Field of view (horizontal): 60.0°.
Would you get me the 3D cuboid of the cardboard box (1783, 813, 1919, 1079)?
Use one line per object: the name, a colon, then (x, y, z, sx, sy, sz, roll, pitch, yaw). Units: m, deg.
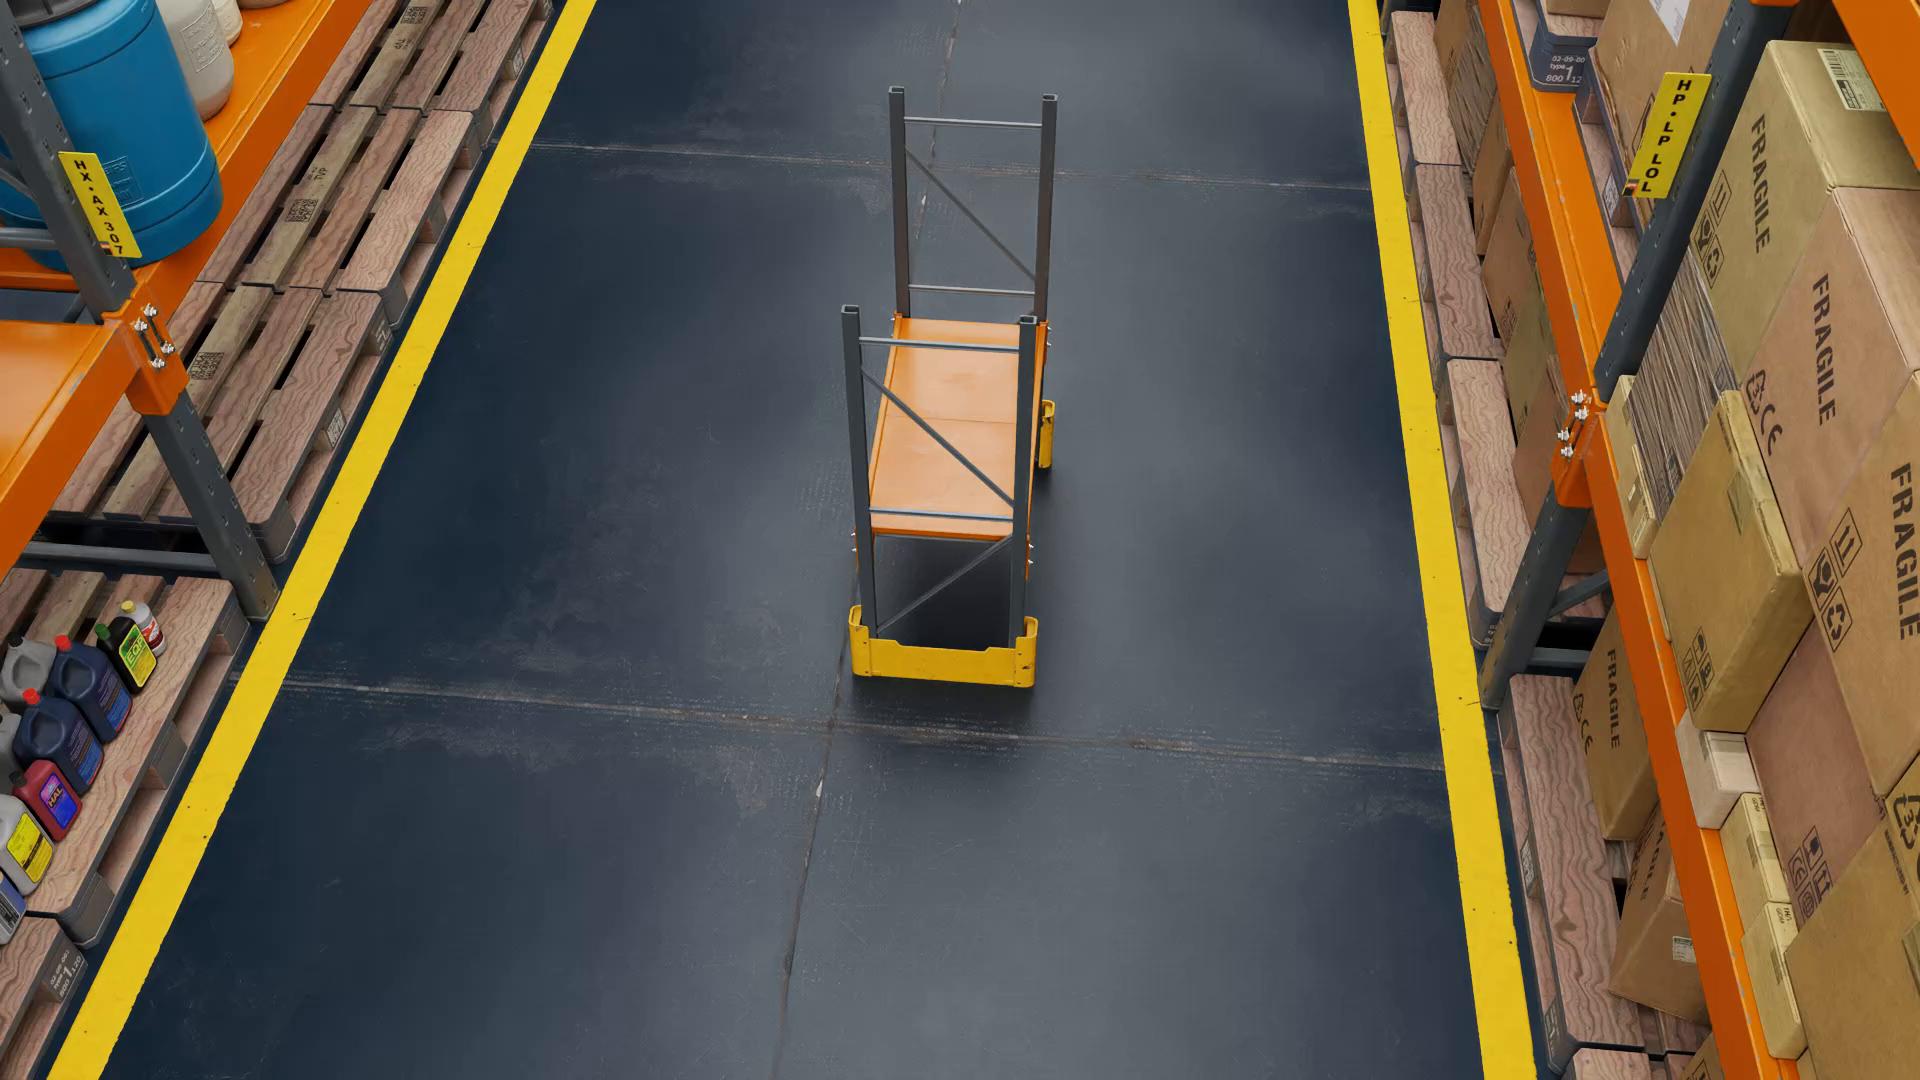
cardboard box: (1.936, 0.809, 2.708, 0.875, 0.500, 0.500, 4, 48, 4)

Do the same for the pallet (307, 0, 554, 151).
pallet: (-2.525, -2.251, 7.666, 1.003, 0.211, 1.213, 4, 48, 4)

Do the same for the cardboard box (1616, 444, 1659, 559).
cardboard box: (1.797, -0.081, 3.962, 0.380, 0.149, 0.250, 4, 48, 4)

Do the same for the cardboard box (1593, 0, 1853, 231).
cardboard box: (2.363, -1.405, 4.311, 1.000, 1.000, 1.000, 4, 48, 4)

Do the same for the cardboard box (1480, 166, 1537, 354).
cardboard box: (2.342, -1.002, 6.029, 0.700, 0.500, 0.500, 0, 48, 0)

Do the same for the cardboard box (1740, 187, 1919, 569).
cardboard box: (1.813, -0.277, 3.024, 0.500, 0.500, 0.500, 4, 48, 4)

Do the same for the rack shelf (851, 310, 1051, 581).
rack shelf: (-0.008, -0.322, 5.272, 0.538, 0.185, 1.000, 4, 48, 4)

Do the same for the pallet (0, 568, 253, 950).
pallet: (-2.883, 0.612, 5.047, 1.003, 0.211, 1.213, 4, 48, 4)

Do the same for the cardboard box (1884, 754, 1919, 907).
cardboard box: (1.733, 0.458, 2.351, 0.500, 0.500, 0.500, 4, 48, 4)

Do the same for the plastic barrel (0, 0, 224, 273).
plastic barrel: (-2.444, -1.253, 4.523, 0.600, 0.901, 0.708, 4, 48, 4)

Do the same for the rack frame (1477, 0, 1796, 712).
rack frame: (2.152, -0.487, 4.162, 1.000, 3.000, 0.127, 4, 48, 4)

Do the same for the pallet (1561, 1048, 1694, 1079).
pallet: (2.017, 1.849, 3.916, 1.003, 0.211, 1.213, 4, 48, 4)

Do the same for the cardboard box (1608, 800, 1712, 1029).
cardboard box: (2.031, 0.928, 4.278, 0.500, 0.500, 0.500, 18, 50, 16)

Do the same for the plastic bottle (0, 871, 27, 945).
plastic bottle: (-2.618, 0.941, 4.404, 0.152, 0.276, 0.135, 5, 48, 4)

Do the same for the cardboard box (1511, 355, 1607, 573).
cardboard box: (2.229, -0.241, 5.334, 0.700, 0.500, 0.500, 1, 48, 1)

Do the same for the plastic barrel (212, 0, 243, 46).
plastic barrel: (-2.507, -1.735, 5.398, 0.301, 0.262, 0.301, 0, 48, 0)

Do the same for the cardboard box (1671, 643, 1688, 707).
cardboard box: (1.788, 0.289, 3.624, 0.380, 0.149, 0.250, 4, 48, 4)

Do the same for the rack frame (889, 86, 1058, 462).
rack frame: (0.039, -0.817, 5.481, 0.500, 1.500, 0.032, 4, 48, 4)

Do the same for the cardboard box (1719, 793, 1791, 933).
cardboard box: (1.743, 0.656, 3.288, 0.380, 0.149, 0.250, 4, 48, 4)

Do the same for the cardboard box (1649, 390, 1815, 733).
cardboard box: (1.968, 0.071, 3.383, 0.875, 0.500, 0.500, 4, 48, 4)

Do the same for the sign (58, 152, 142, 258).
sign: (-2.234, -0.868, 4.324, 0.100, 0.325, 0.005, 4, 48, 4)

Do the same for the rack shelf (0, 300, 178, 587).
rack shelf: (-2.963, 0.893, 3.388, 1.077, 0.370, 4.000, 4, 48, 4)

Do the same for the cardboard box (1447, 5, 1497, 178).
cardboard box: (2.437, -1.829, 6.786, 0.700, 0.500, 0.500, 0, 48, 0)

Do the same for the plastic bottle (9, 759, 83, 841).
plastic bottle: (-2.543, 0.705, 4.615, 0.061, 0.283, 0.133, 7, 48, 6)

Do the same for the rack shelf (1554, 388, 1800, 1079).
rack shelf: (1.969, 1.226, 3.084, 1.077, 0.370, 4.000, 4, 48, 4)

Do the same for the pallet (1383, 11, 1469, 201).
pallet: (2.443, -1.911, 7.355, 1.003, 0.211, 1.213, 4, 48, 4)

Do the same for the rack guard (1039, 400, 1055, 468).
rack guard: (0.038, -0.394, 5.941, 0.587, 0.250, 0.087, 4, 48, 4)

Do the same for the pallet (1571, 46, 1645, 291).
pallet: (2.366, -0.974, 4.738, 1.003, 0.211, 1.213, 4, 48, 4)

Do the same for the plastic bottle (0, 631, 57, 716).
plastic bottle: (-2.696, 0.409, 4.841, 0.144, 0.351, 0.185, 4, 48, 4)

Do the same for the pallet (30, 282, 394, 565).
pallet: (-2.748, -0.458, 6.026, 1.003, 0.211, 1.213, 4, 48, 4)

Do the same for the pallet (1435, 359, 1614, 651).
pallet: (2.221, -0.118, 5.715, 1.003, 0.211, 1.213, 4, 48, 4)

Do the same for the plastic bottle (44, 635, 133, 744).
plastic bottle: (-2.552, 0.418, 4.832, 0.144, 0.351, 0.185, 3, 48, 2)

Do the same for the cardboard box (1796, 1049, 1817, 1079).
cardboard box: (1.732, 1.026, 2.949, 0.380, 0.149, 0.250, 4, 48, 4)

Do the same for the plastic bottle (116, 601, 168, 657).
plastic bottle: (-2.503, 0.264, 5.074, 0.097, 0.201, 0.097, 0, 48, 0)

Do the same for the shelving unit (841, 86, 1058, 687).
shelving unit: (-0.007, -0.450, 5.145, 0.587, 1.500, 1.083, 4, 48, 4)
